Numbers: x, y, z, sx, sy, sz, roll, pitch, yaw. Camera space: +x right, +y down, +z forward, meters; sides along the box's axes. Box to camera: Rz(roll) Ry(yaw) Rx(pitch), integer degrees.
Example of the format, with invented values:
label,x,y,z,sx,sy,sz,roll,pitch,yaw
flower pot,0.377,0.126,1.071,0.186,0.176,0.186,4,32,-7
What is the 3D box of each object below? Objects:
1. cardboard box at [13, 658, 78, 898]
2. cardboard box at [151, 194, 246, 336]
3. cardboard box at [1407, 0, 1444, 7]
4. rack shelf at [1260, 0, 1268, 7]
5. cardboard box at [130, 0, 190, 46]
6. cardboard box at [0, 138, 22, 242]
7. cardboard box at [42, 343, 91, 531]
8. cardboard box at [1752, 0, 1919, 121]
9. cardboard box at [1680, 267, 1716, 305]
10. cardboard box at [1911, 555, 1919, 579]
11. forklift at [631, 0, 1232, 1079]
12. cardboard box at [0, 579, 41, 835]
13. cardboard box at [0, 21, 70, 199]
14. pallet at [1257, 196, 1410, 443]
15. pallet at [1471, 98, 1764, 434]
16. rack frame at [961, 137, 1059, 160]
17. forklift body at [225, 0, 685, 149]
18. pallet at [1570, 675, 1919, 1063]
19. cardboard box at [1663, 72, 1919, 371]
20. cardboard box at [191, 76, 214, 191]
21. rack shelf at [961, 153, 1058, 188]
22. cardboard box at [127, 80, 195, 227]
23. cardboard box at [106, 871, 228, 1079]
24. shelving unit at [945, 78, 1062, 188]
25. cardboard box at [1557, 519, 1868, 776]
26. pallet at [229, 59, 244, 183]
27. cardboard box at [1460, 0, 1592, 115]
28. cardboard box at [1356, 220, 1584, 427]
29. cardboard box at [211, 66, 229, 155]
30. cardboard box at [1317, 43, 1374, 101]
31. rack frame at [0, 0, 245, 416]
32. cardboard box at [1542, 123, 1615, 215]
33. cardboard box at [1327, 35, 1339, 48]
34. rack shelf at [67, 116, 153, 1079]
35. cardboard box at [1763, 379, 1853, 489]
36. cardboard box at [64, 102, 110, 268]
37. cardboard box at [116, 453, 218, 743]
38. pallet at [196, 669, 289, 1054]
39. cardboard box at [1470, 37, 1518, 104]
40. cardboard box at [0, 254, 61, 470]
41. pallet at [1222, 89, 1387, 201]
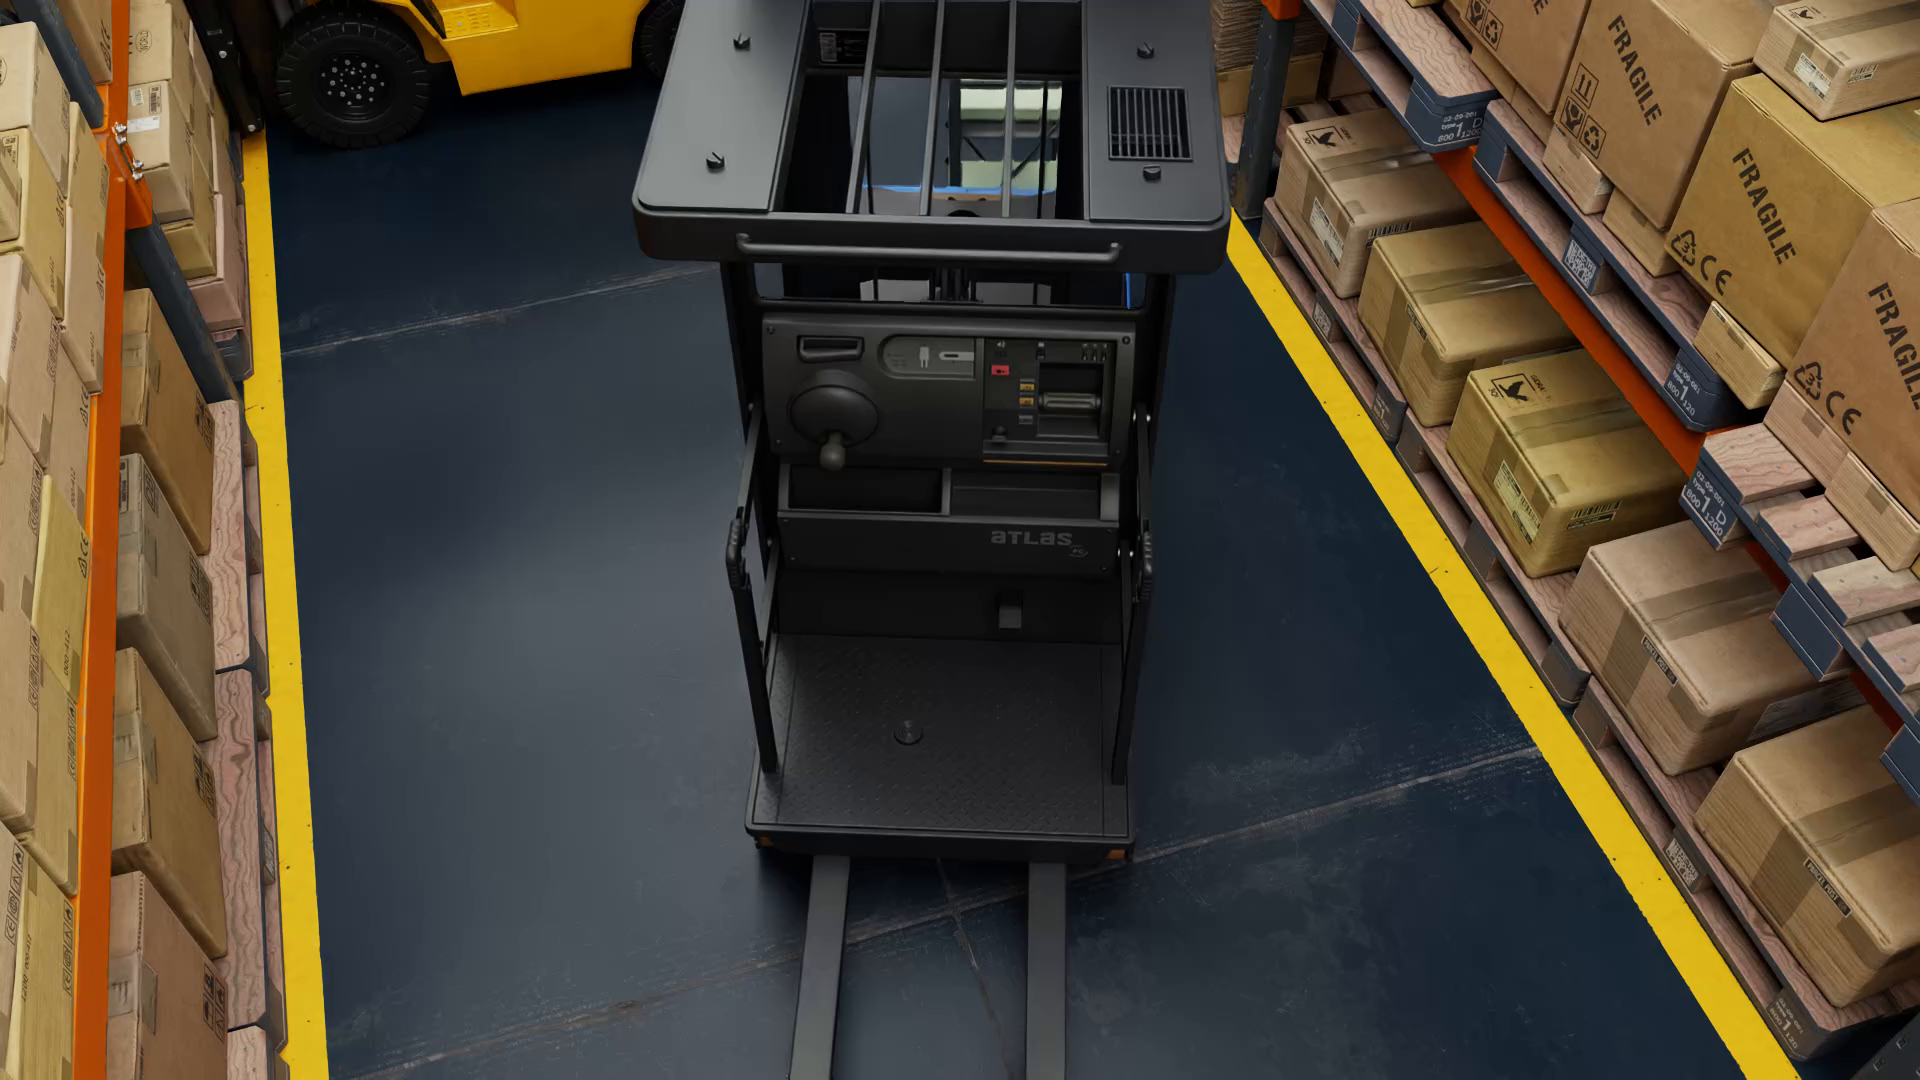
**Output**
label,x,y,z,sx,sy,sz,roll,pitch,yaw
cardboard box,-2.134,0.538,3.433,0.500,0.250,0.500,-15,51,-12
cardboard box,-2.943,-0.987,6.144,0.500,0.250,0.500,-13,51,-11
cardboard box,1.552,-1.830,5.220,0.380,0.149,0.250,-12,51,-10
rack shelf,1.033,-3.664,7.347,1.077,0.370,4.000,-13,51,-11
cardboard box,-3.259,-2.042,6.379,0.500,0.250,0.500,-12,51,-10
cardboard box,-2.483,-0.815,3.985,0.380,0.149,0.250,-15,51,-12
cardboard box,-2.445,-0.217,4.069,0.500,0.250,0.500,-13,51,-11
cardboard box,2.054,-1.117,3.771,0.380,0.149,0.250,-16,52,-13
cardboard box,2.105,-0.703,4.270,0.380,0.149,0.250,-13,51,-11
cardboard box,2.338,0.067,3.622,0.380,0.149,0.250,-13,51,-10
forklift,-0.037,-0.259,4.052,1.130,2.935,3.031,2,50,2
cardboard box,-2.115,0.367,3.249,0.500,0.250,0.500,-14,51,-12
cardboard box,-2.726,-1.122,4.505,0.500,0.250,0.500,-14,51,-12
pallet,1.856,-0.968,6.428,1.003,0.211,1.213,-13,51,-11
pallet,2.183,-0.888,4.662,1.003,0.211,1.213,-13,51,-11
rack frame,0.177,-1.539,6.067,0.400,1.500,0.023,1,50,0
forklift body,-1.995,-2.985,6.860,2.313,2.155,1.214,-13,51,-11
pallet,2.578,0.814,4.925,1.003,0.211,1.213,-13,51,-11
cardboard box,2.094,-0.789,3.919,0.500,0.500,0.500,-16,52,-13
cardboard box,-3.115,-1.510,6.258,0.500,0.250,0.500,-14,51,-11
rack shelf,0.173,-1.049,6.080,0.431,0.370,0.720,1,50,0
cardboard box,-2.959,-1.305,5.758,0.500,0.250,0.500,-14,51,-12
cardboard box,-2.305,1.308,3.964,0.875,0.625,0.625,-12,51,-10
shelving unit,0.173,-1.260,5.831,0.431,1.500,0.755,1,50,0
cardboard box,2.424,0.246,5.024,0.950,0.372,0.625,-14,51,-12
pallet,-3.675,-1.894,7.208,1.003,0.211,1.213,-13,51,-11
cardboard box,1.771,-1.561,4.569,0.500,0.500,0.500,-14,51,-11
cardboard box,1.998,-0.816,5.920,0.950,0.372,0.625,-10,51,-9
cardboard box,-3.274,-1.726,6.767,0.500,0.250,0.500,-13,51,-10
cardboard box,1.708,-2.176,7.146,0.500,0.250,0.500,-15,52,-13
rack frame,-3.116,-1.310,4.892,1.000,3.000,0.127,-13,51,-11
cardboard box,1.845,-1.056,4.568,0.380,0.149,0.250,-12,51,-10
cardboard box,1.708,-2.417,6.859,0.500,0.500,0.500,-11,51,-9
rack shelf,-2.524,0.383,3.936,1.077,0.370,4.000,-13,51,-11
cardboard box,2.153,-0.293,3.925,0.380,0.149,0.250,-16,52,-13
cardboard box,-2.717,-0.952,4.689,0.500,0.250,0.500,-12,51,-10
cardboard box,-2.729,0.267,4.841,0.875,0.625,0.625,-14,51,-11
pallet,-2.496,1.011,4.760,1.003,0.211,1.213,-13,51,-11
cardboard box,1.745,-1.443,4.894,0.380,0.149,0.250,-13,51,-10
cardboard box,-2.422,-0.373,3.874,0.500,0.250,0.500,-12,51,-10
pallet,1.392,-2.018,7.314,1.003,0.211,1.213,-13,51,-11
